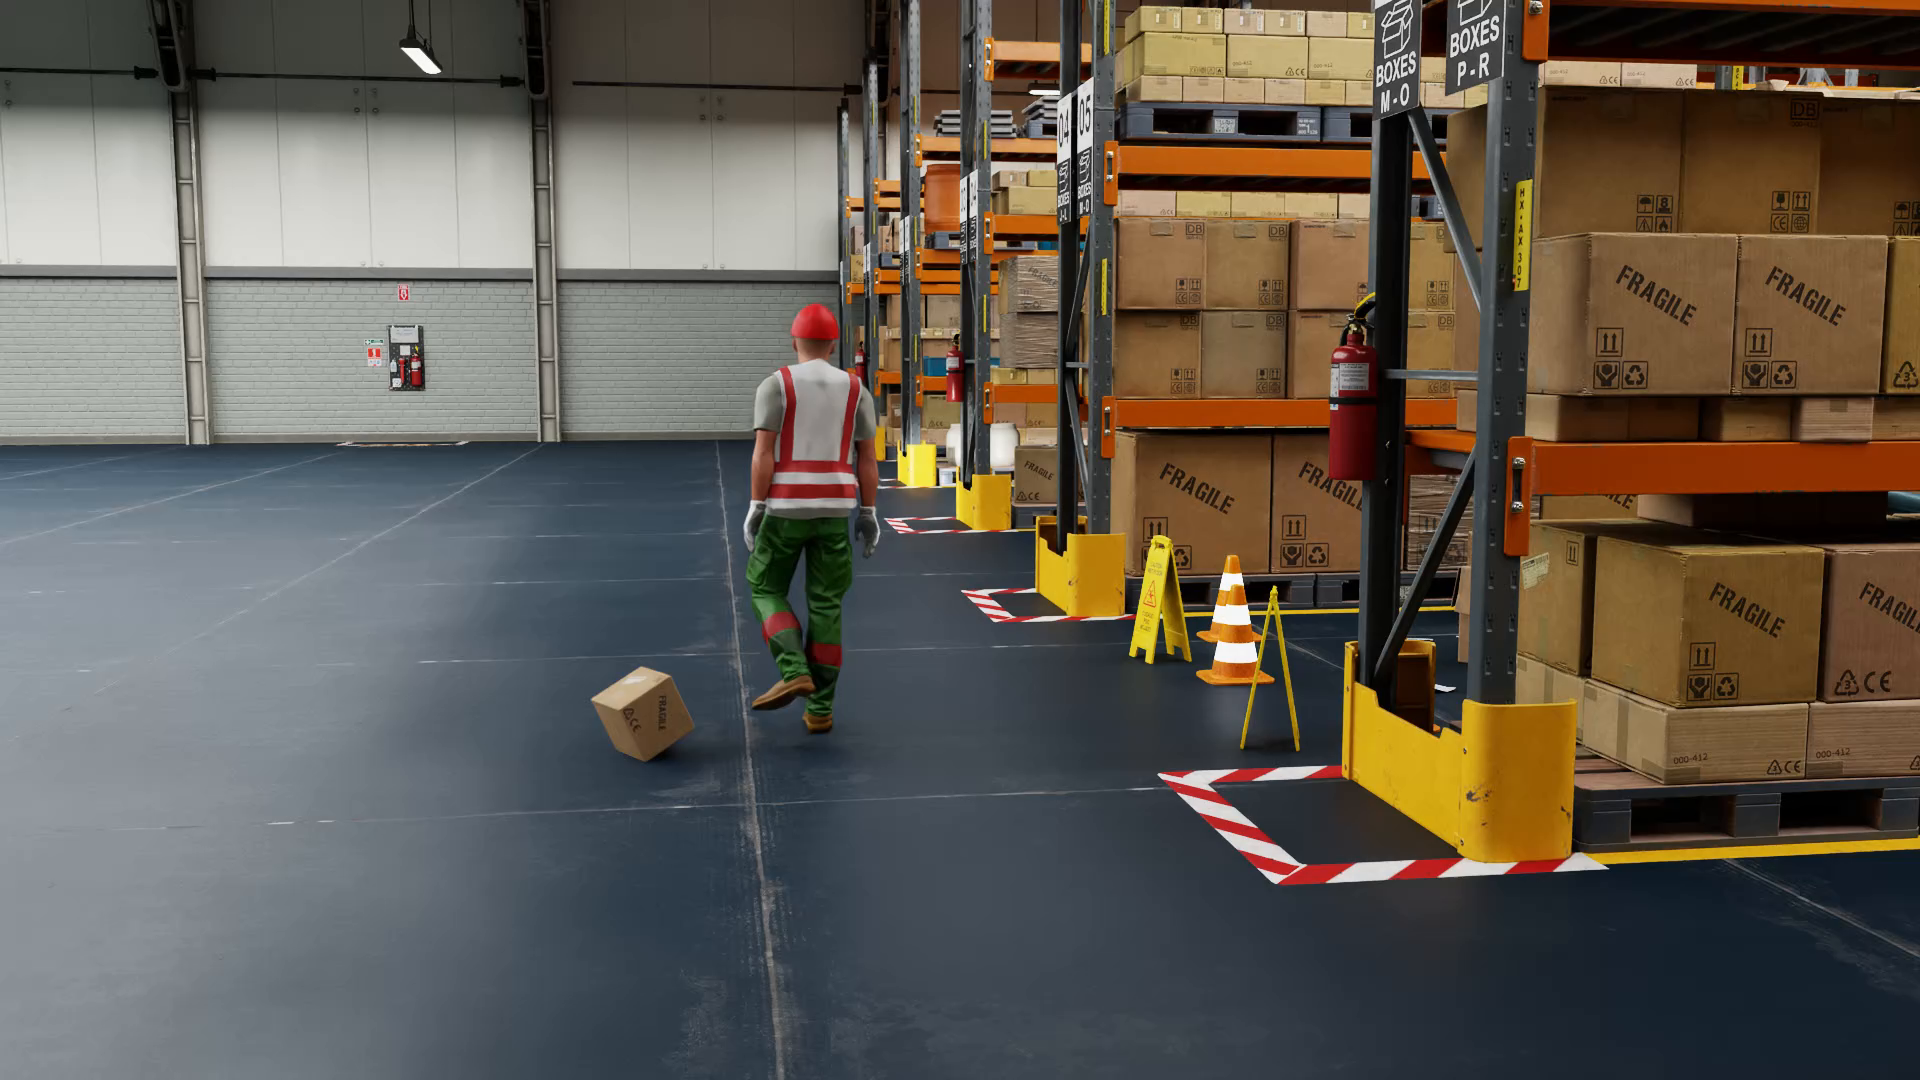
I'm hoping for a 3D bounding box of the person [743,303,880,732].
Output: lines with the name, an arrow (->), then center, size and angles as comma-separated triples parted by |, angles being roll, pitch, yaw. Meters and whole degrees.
person -> -0.622, -0.098, 6.980 | 0.596, 1.782, 0.530 | -2, 7, -18
